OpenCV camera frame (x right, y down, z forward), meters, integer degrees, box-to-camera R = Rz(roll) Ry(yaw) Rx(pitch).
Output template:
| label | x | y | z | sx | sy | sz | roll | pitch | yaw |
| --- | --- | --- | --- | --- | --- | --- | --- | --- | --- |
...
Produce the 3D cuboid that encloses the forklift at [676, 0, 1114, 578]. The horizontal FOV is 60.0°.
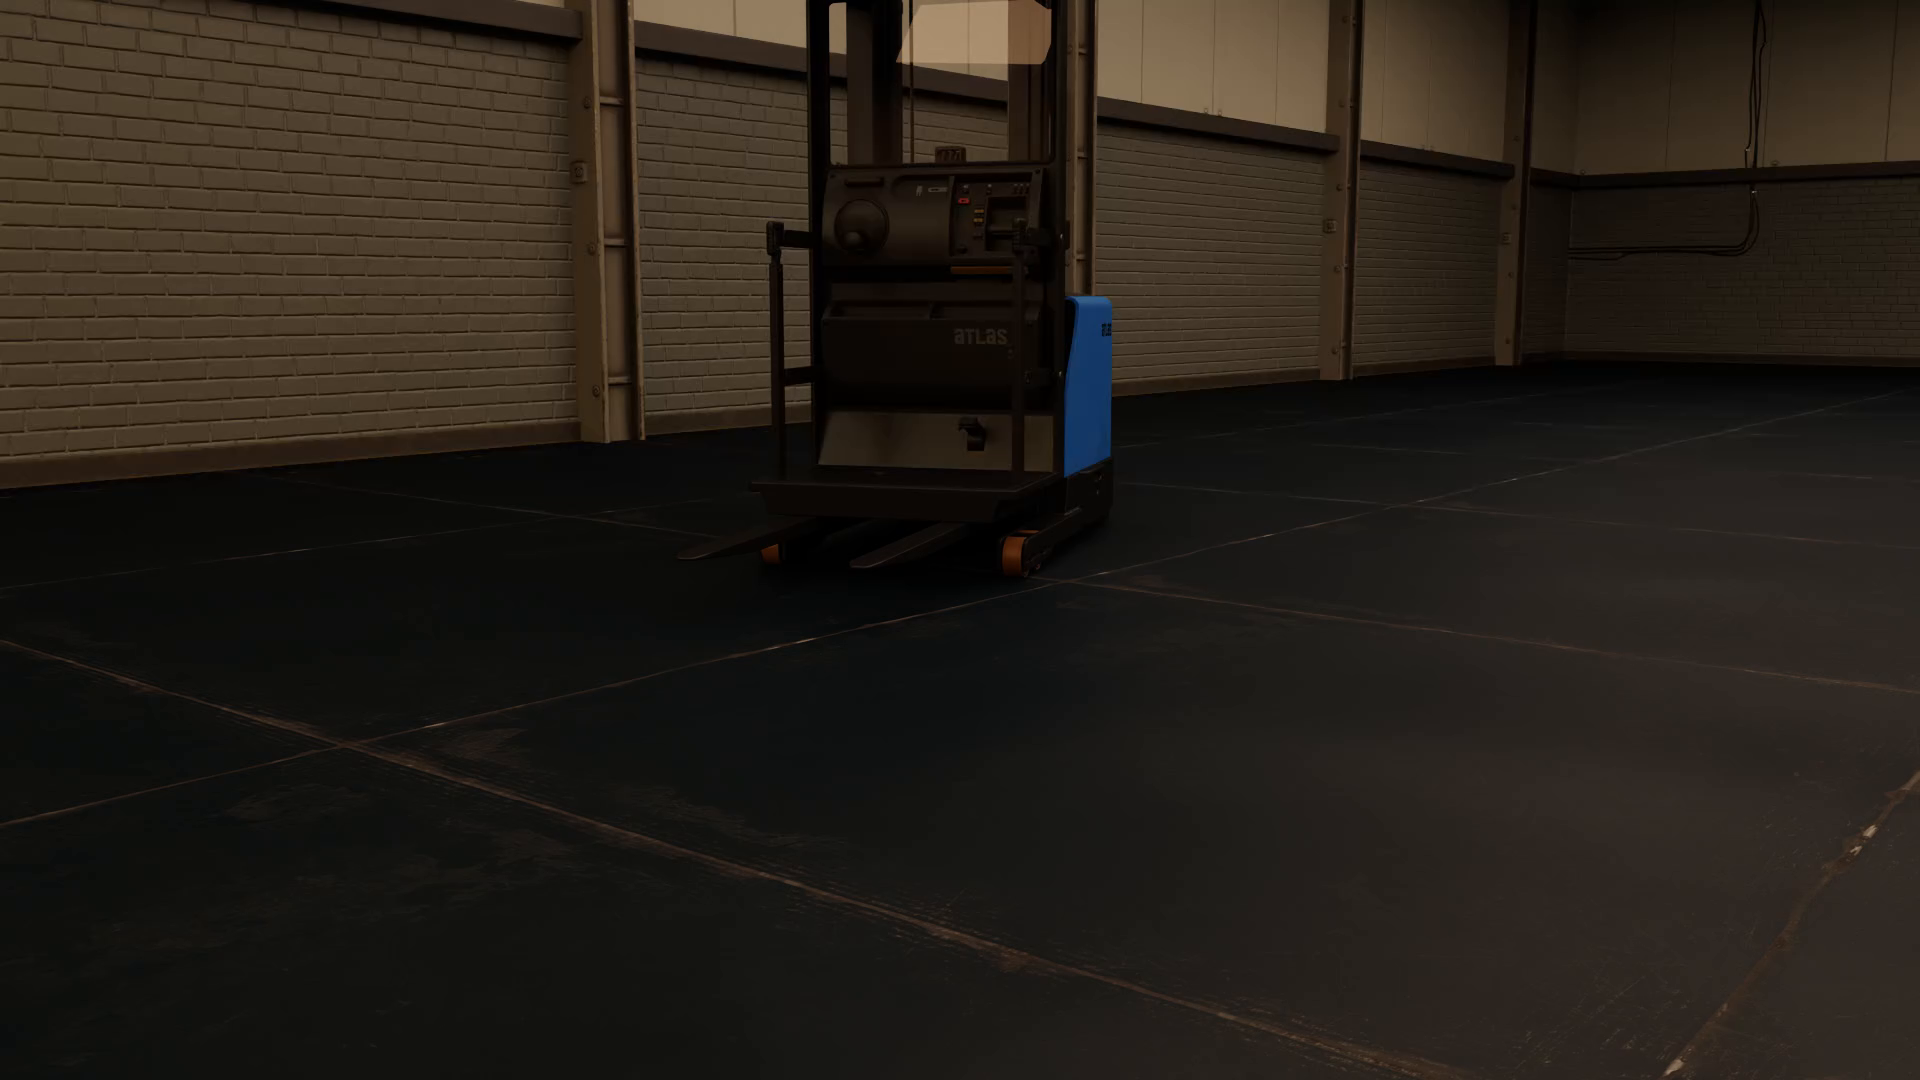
| label | x | y | z | sx | sy | sz | roll | pitch | yaw |
| --- | --- | --- | --- | --- | --- | --- | --- | --- | --- |
| forklift | -0.176 | -1.366 | 6.616 | 1.130 | 2.935 | 3.031 | 3 | 9 | 17 |
